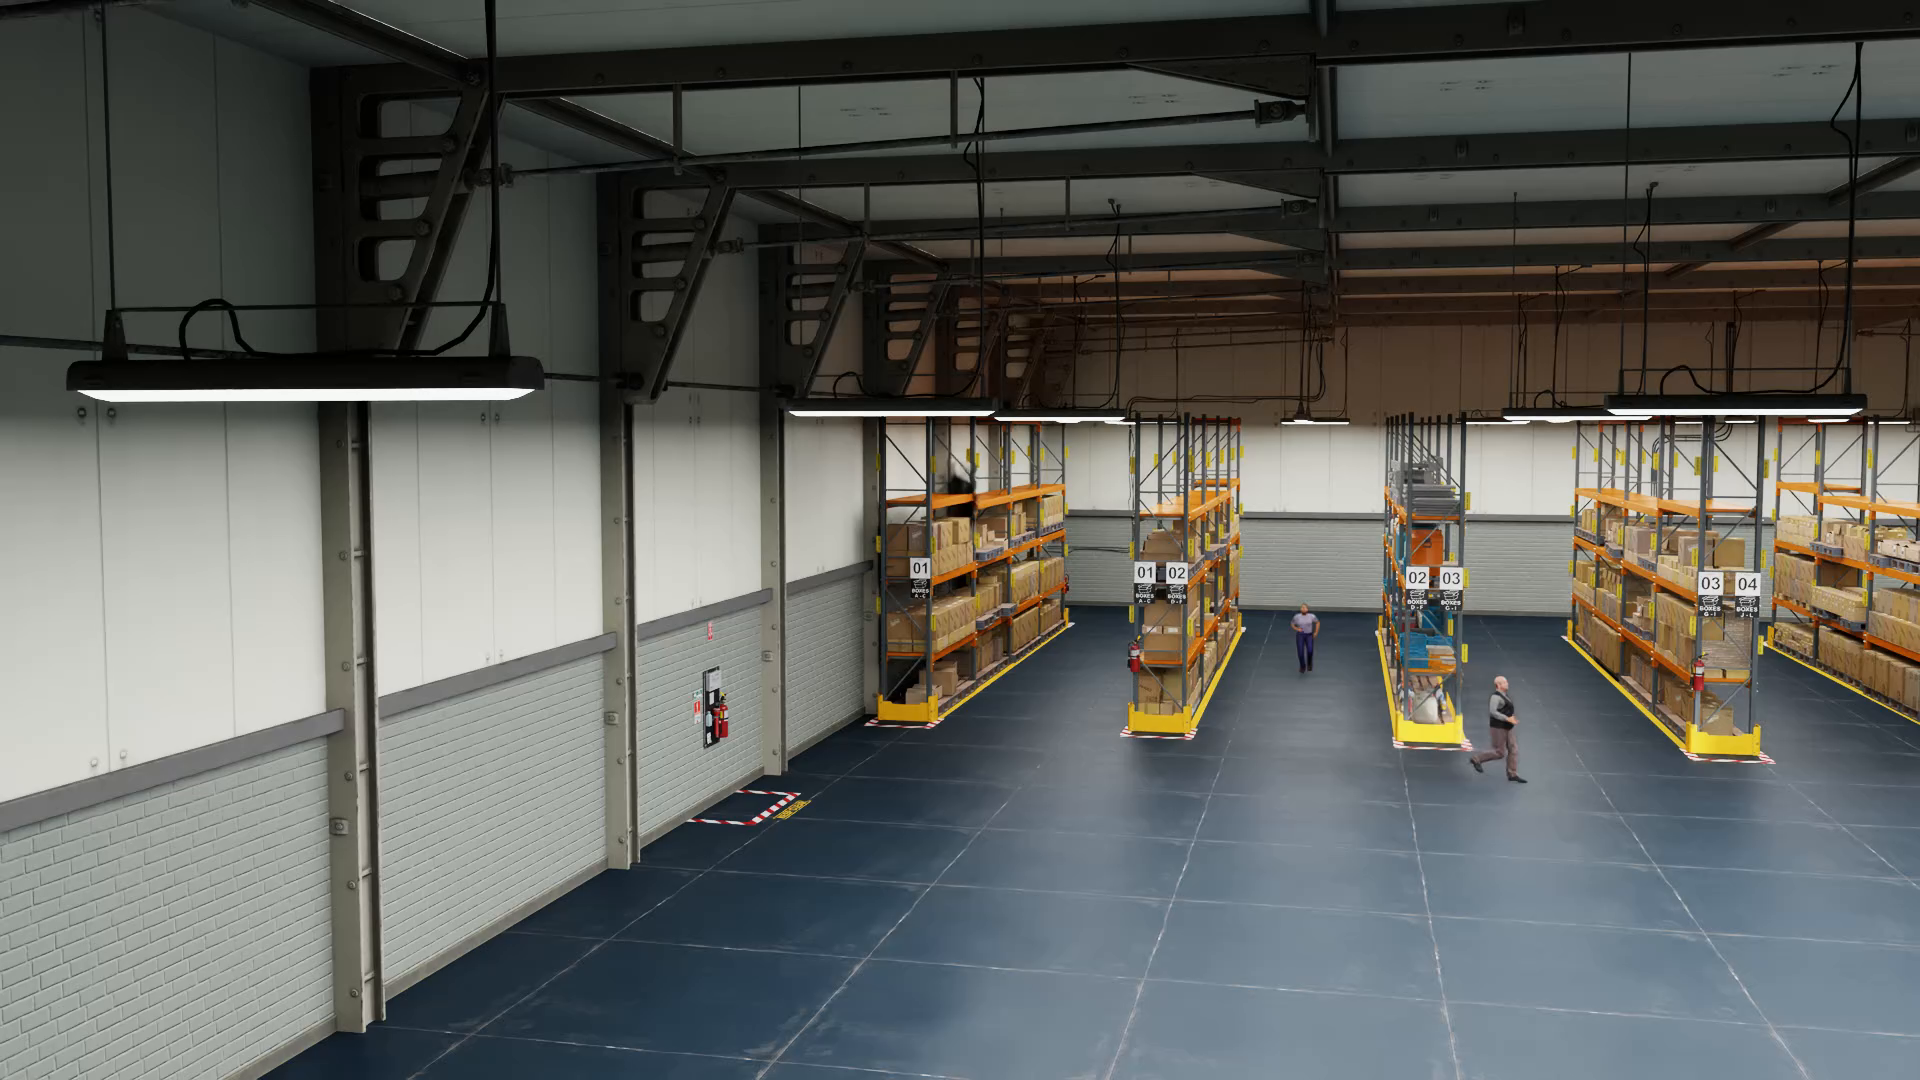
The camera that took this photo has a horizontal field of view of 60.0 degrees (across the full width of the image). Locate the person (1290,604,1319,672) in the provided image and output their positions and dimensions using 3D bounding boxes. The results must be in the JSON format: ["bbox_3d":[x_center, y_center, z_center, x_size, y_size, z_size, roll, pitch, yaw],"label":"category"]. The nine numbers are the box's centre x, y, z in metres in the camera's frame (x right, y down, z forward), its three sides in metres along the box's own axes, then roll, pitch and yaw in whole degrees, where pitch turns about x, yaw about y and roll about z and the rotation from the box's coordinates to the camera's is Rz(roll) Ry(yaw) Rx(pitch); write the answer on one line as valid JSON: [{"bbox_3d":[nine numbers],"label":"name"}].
[{"bbox_3d":[8.021,2.289,38.691,0.661,1.617,0.570,1,4,11],"label":"person"}]

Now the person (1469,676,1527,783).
[{"bbox_3d":[8.715,3.053,26.866,0.900,1.705,0.672,3,5,35],"label":"person"}]
